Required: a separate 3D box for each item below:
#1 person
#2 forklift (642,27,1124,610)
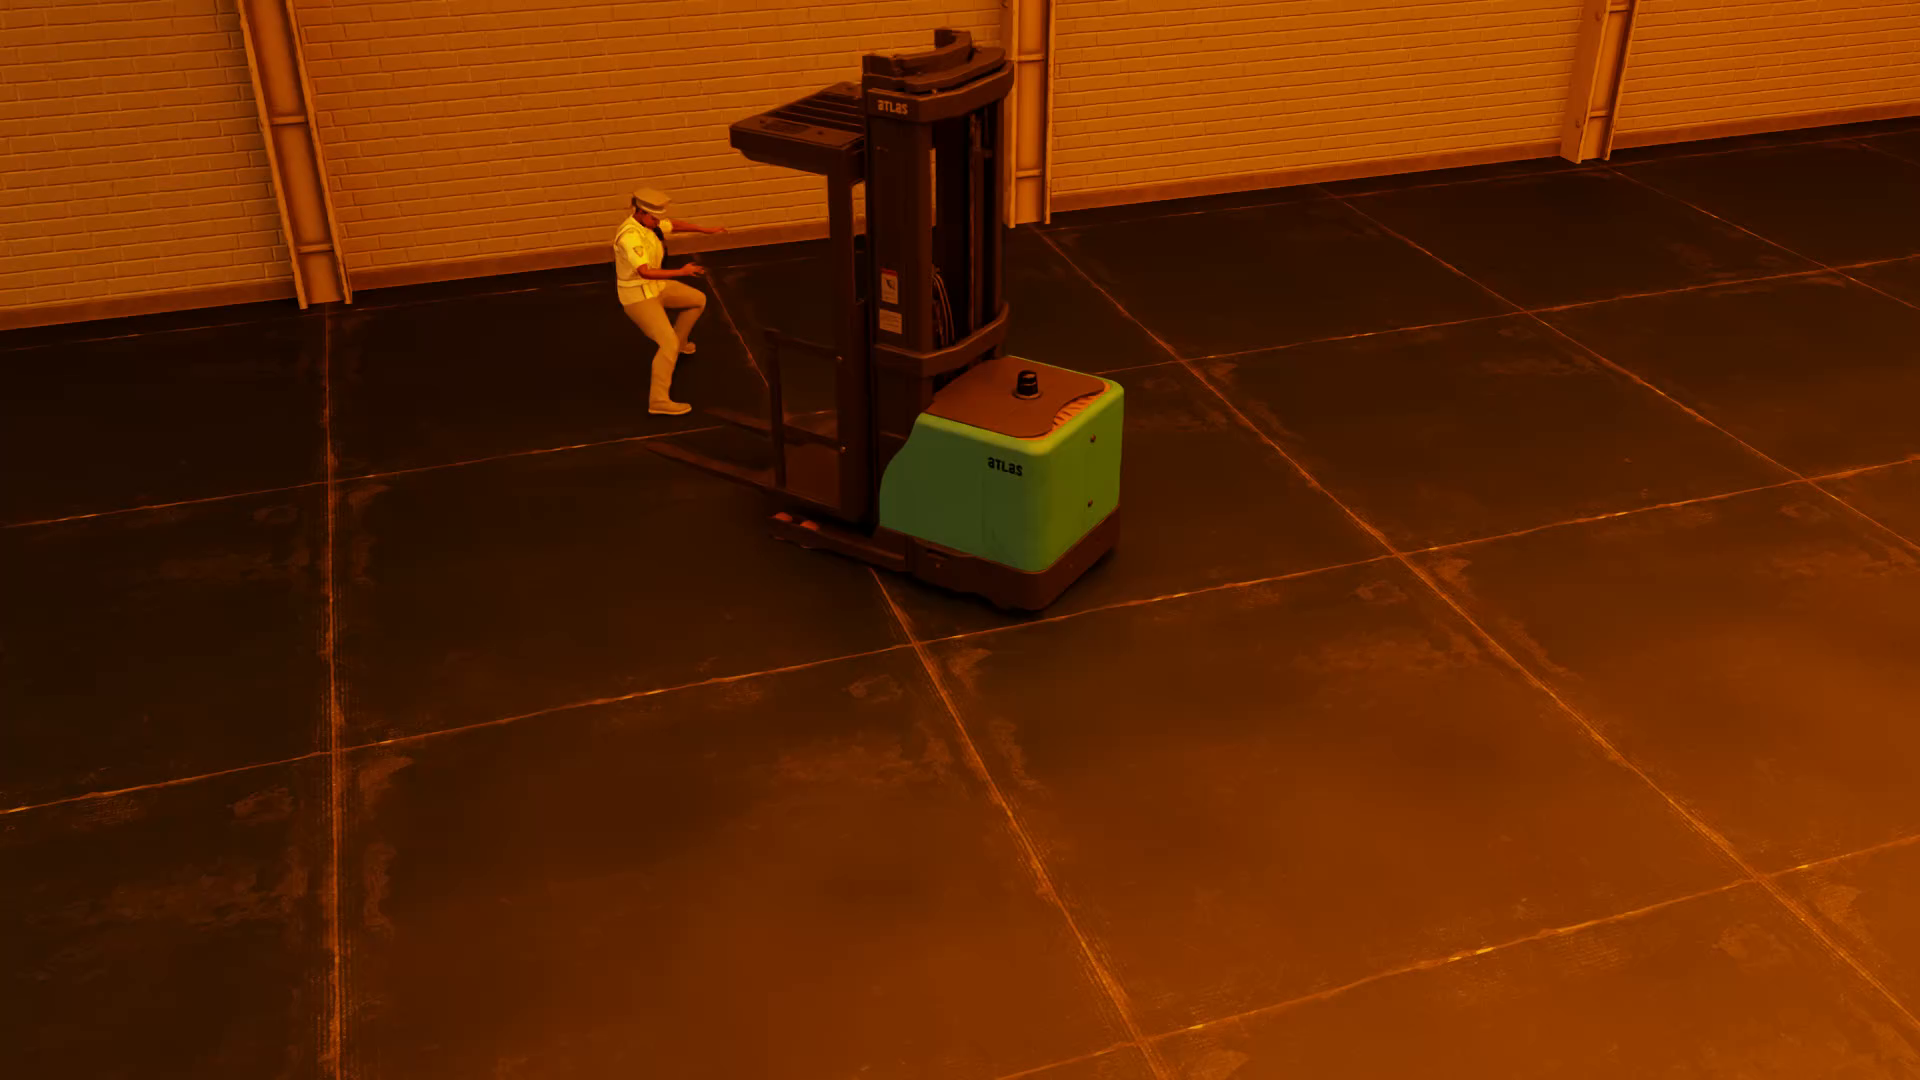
[{"bbox_3d":[-2.036,-1.758,11.640,0.670,1.438,1.126,7,31,13],"label":"person"},{"bbox_3d":[-0.574,-1.420,9.555,3.031,2.935,1.130,17,34,27],"label":"forklift"}]
